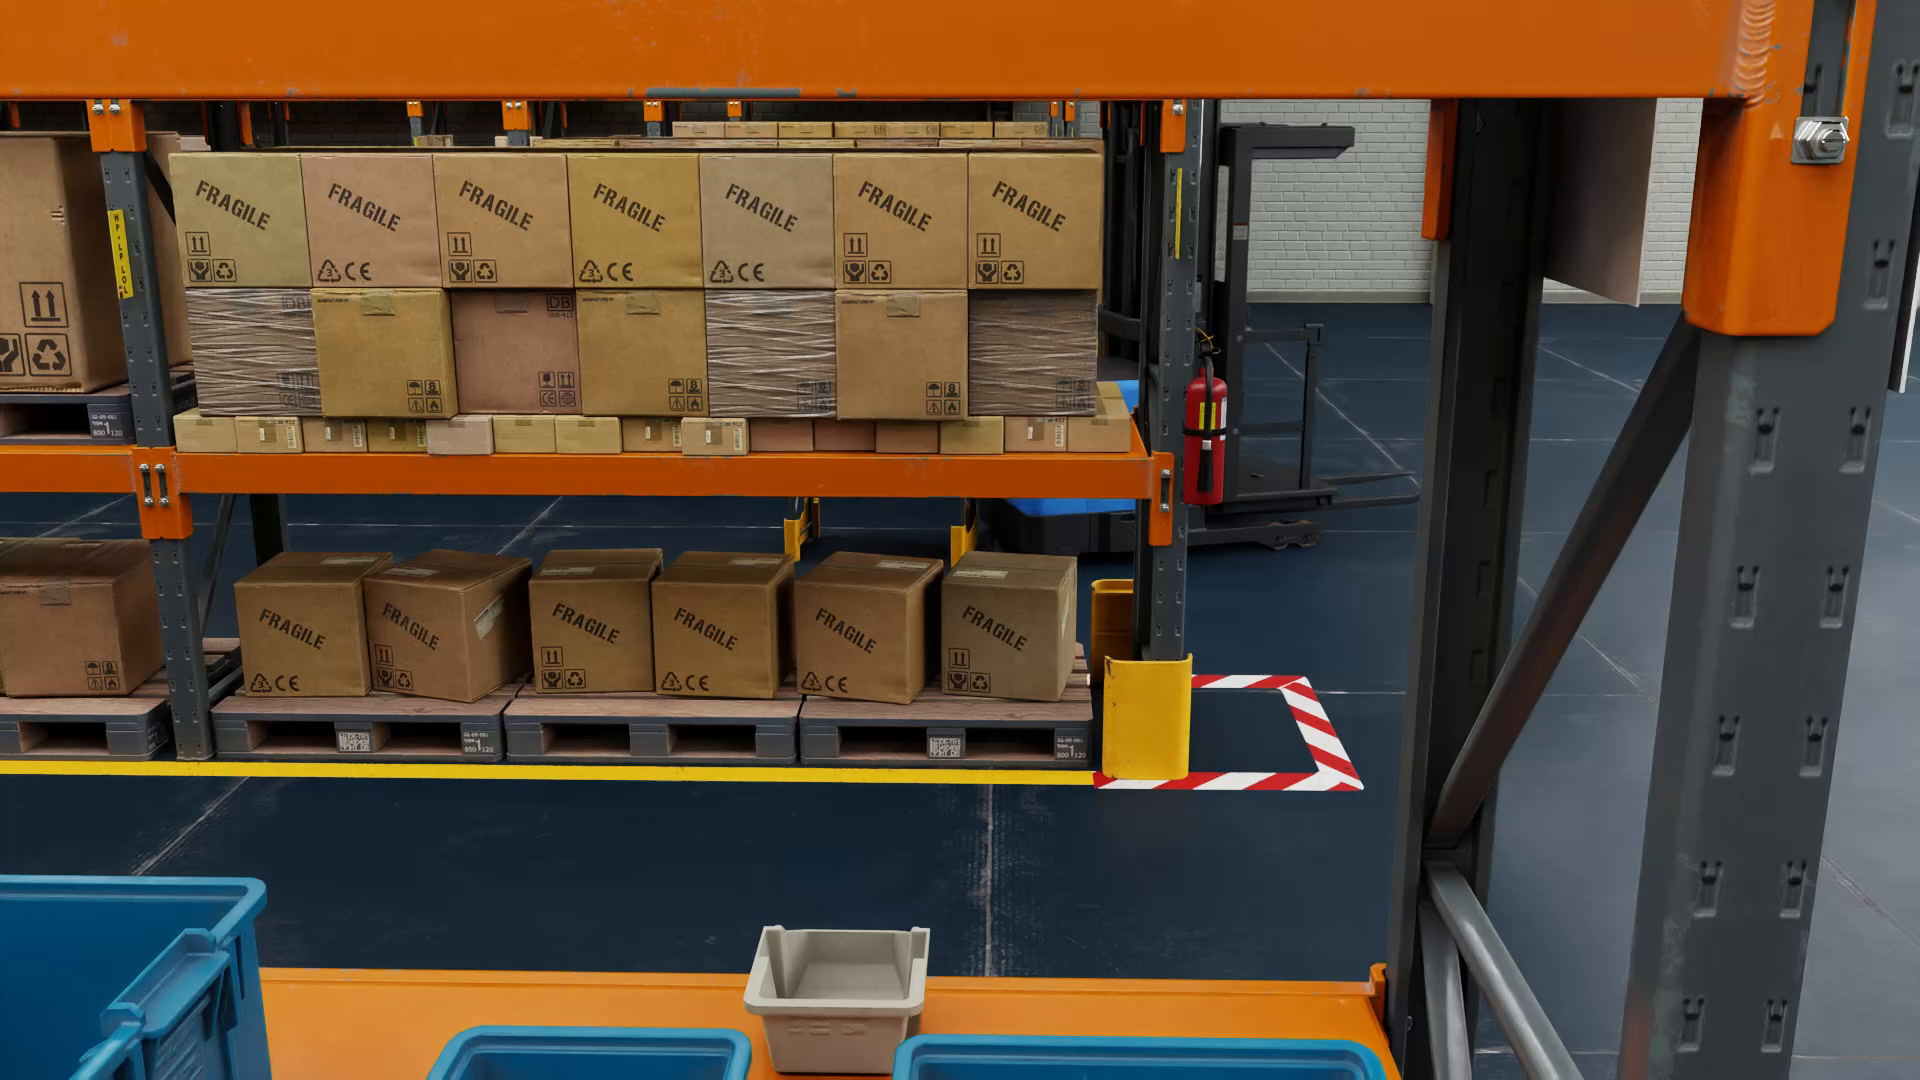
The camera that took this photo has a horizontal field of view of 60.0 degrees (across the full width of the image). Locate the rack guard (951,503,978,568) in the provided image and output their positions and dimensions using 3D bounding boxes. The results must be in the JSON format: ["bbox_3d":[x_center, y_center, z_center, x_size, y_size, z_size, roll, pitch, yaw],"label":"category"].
[{"bbox_3d":[0.028,-0.029,9.961,0.087,0.250,0.587,2,15,8],"label":"rack guard"}]

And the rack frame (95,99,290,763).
[{"bbox_3d":[-3.158,-0.660,6.962,0.127,3.000,1.000,0,15,1],"label":"rack frame"}]

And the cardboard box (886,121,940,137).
[{"bbox_3d":[-0.441,-3.767,15.999,0.500,0.500,0.700,0,15,1],"label":"cardboard box"}]

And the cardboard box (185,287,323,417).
[{"bbox_3d":[-2.710,-0.834,6.841,0.500,0.500,0.875,0,15,1],"label":"cardboard box"}]

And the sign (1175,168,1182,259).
[{"bbox_3d":[0.806,-1.205,6.140,0.005,0.325,0.100,0,15,1],"label":"sign"}]

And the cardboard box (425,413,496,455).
[{"bbox_3d":[-1.952,-0.450,6.657,0.250,0.149,0.380,0,15,1],"label":"cardboard box"}]

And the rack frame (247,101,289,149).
[{"bbox_3d":[-6.904,-3.213,16.640,0.127,3.000,1.000,0,15,1],"label":"rack frame"}]

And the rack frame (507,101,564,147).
[{"bbox_3d":[-2.930,-1.924,11.754,0.127,3.000,1.000,0,15,1],"label":"rack frame"}]

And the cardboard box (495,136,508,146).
[{"bbox_3d":[-4.336,-3.839,16.136,0.250,0.149,0.380,0,15,-1],"label":"cardboard box"}]

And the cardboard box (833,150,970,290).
[{"bbox_3d":[-0.216,-1.252,6.467,0.500,0.500,0.500,0,15,1],"label":"cardboard box"}]

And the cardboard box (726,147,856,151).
[{"bbox_3d":[-0.702,-1.391,6.992,0.500,0.500,0.500,0,15,1],"label":"cardboard box"}]

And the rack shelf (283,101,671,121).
[{"bbox_3d":[-4.904,-4.303,16.300,4.000,0.370,1.077,0,15,1],"label":"rack shelf"}]

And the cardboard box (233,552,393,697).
[{"bbox_3d":[-2.759,0.358,7.179,0.500,0.500,0.500,0,15,0],"label":"cardboard box"}]

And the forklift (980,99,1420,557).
[{"bbox_3d":[1.702,-1.482,10.210,3.031,2.935,1.130,-4,15,-16],"label":"forklift"}]

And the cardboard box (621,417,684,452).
[{"bbox_3d":[-1.200,-0.464,6.712,0.250,0.149,0.380,0,15,1],"label":"cardboard box"}]

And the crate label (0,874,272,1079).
[{"bbox_3d":[-1.133,0.669,1.856,0.616,0.435,0.502,0,15,1],"label":"crate label"}]

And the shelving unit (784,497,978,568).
[{"bbox_3d":[-0.465,-0.652,9.873,1.083,1.500,0.587,2,15,8],"label":"shelving unit"}]

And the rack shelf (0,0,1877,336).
[{"bbox_3d":[-1.285,-0.487,1.835,4.000,0.370,1.077,0,15,1],"label":"rack shelf"}]

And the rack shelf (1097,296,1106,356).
[{"bbox_3d":[-0.931,-1.564,11.797,4.000,0.370,1.077,0,15,1],"label":"rack shelf"}]

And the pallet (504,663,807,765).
[{"bbox_3d":[-1.263,0.691,7.308,1.213,0.211,1.003,0,15,1],"label":"pallet"}]

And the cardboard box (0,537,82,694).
[{"bbox_3d":[-4.248,0.318,7.291,0.500,0.500,0.700,0,15,1],"label":"cardboard box"}]

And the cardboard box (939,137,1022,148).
[{"bbox_3d":[0.146,-2.485,11.469,0.550,0.550,0.875,0,15,1],"label":"cardboard box"}]

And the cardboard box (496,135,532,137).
[{"bbox_3d":[-4.455,-3.970,16.635,0.250,0.149,0.380,1,15,5],"label":"cardboard box"}]

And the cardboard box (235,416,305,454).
[{"bbox_3d":[-2.701,-0.456,6.680,0.250,0.149,0.380,0,15,1],"label":"cardboard box"}]

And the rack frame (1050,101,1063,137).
[{"bbox_3d":[1.217,-4.427,21.241,0.127,3.000,1.000,0,15,1],"label":"rack frame"}]

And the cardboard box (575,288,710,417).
[{"bbox_3d":[-1.210,-0.830,6.827,0.500,0.500,0.875,0,15,1],"label":"cardboard box"}]

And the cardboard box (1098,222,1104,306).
[{"bbox_3d":[0.696,-1.962,11.602,0.550,0.550,0.875,0,15,1],"label":"cardboard box"}]

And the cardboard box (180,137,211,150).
[{"bbox_3d":[-7.427,-3.682,16.260,0.500,0.500,0.500,0,15,0],"label":"cardboard box"}]

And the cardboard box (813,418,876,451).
[{"bbox_3d":[-0.449,-0.470,6.734,0.250,0.149,0.380,0,15,1],"label":"cardboard box"}]

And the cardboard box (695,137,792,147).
[{"bbox_3d":[-1.473,-2.495,11.507,0.550,0.550,0.875,0,15,1],"label":"cardboard box"}]

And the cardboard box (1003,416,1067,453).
[{"bbox_3d":[0.301,-0.464,6.710,0.250,0.149,0.380,0,15,1],"label":"cardboard box"}]

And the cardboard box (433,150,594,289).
[{"bbox_3d":[-1.715,-1.262,6.503,0.500,0.500,0.500,0,15,1],"label":"cardboard box"}]

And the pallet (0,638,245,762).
[{"bbox_3d":[-3.936,0.683,7.336,1.213,0.211,1.003,0,15,1],"label":"pallet"}]

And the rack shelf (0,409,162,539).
[{"bbox_3d":[-5.157,-0.325,7.103,4.000,0.370,1.077,0,15,1],"label":"rack shelf"}]

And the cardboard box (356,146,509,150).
[{"bbox_3d":[-2.201,-1.400,7.028,0.500,0.500,0.500,0,15,1],"label":"cardboard box"}]

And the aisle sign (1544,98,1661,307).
[{"bbox_3d":[0.794,-0.702,2.026,0.004,0.787,0.394,0,15,1],"label":"aisle sign"}]

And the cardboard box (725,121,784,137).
[{"bbox_3d":[-1.961,-3.796,16.109,0.500,0.500,0.700,0,15,2],"label":"cardboard box"}]

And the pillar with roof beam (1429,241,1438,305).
[{"bbox_3d":[6.432,-6.425,17.054,0.400,9.000,9.100,0,15,1],"label":"pillar with roof beam"}]

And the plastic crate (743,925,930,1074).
[{"bbox_3d":[-0.172,0.669,2.443,0.250,0.136,0.298,0,15,1],"label":"plastic crate"}]

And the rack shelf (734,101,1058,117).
[{"bbox_3d":[-0.783,-5.543,20.999,4.000,0.370,1.077,0,15,1],"label":"rack shelf"}]

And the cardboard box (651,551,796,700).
[{"bbox_3d":[-1.007,0.359,7.176,0.500,0.500,0.500,2,15,7],"label":"cardboard box"}]

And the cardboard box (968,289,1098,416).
[{"bbox_3d":[0.291,-0.837,6.853,0.500,0.500,0.875,0,15,1],"label":"cardboard box"}]
